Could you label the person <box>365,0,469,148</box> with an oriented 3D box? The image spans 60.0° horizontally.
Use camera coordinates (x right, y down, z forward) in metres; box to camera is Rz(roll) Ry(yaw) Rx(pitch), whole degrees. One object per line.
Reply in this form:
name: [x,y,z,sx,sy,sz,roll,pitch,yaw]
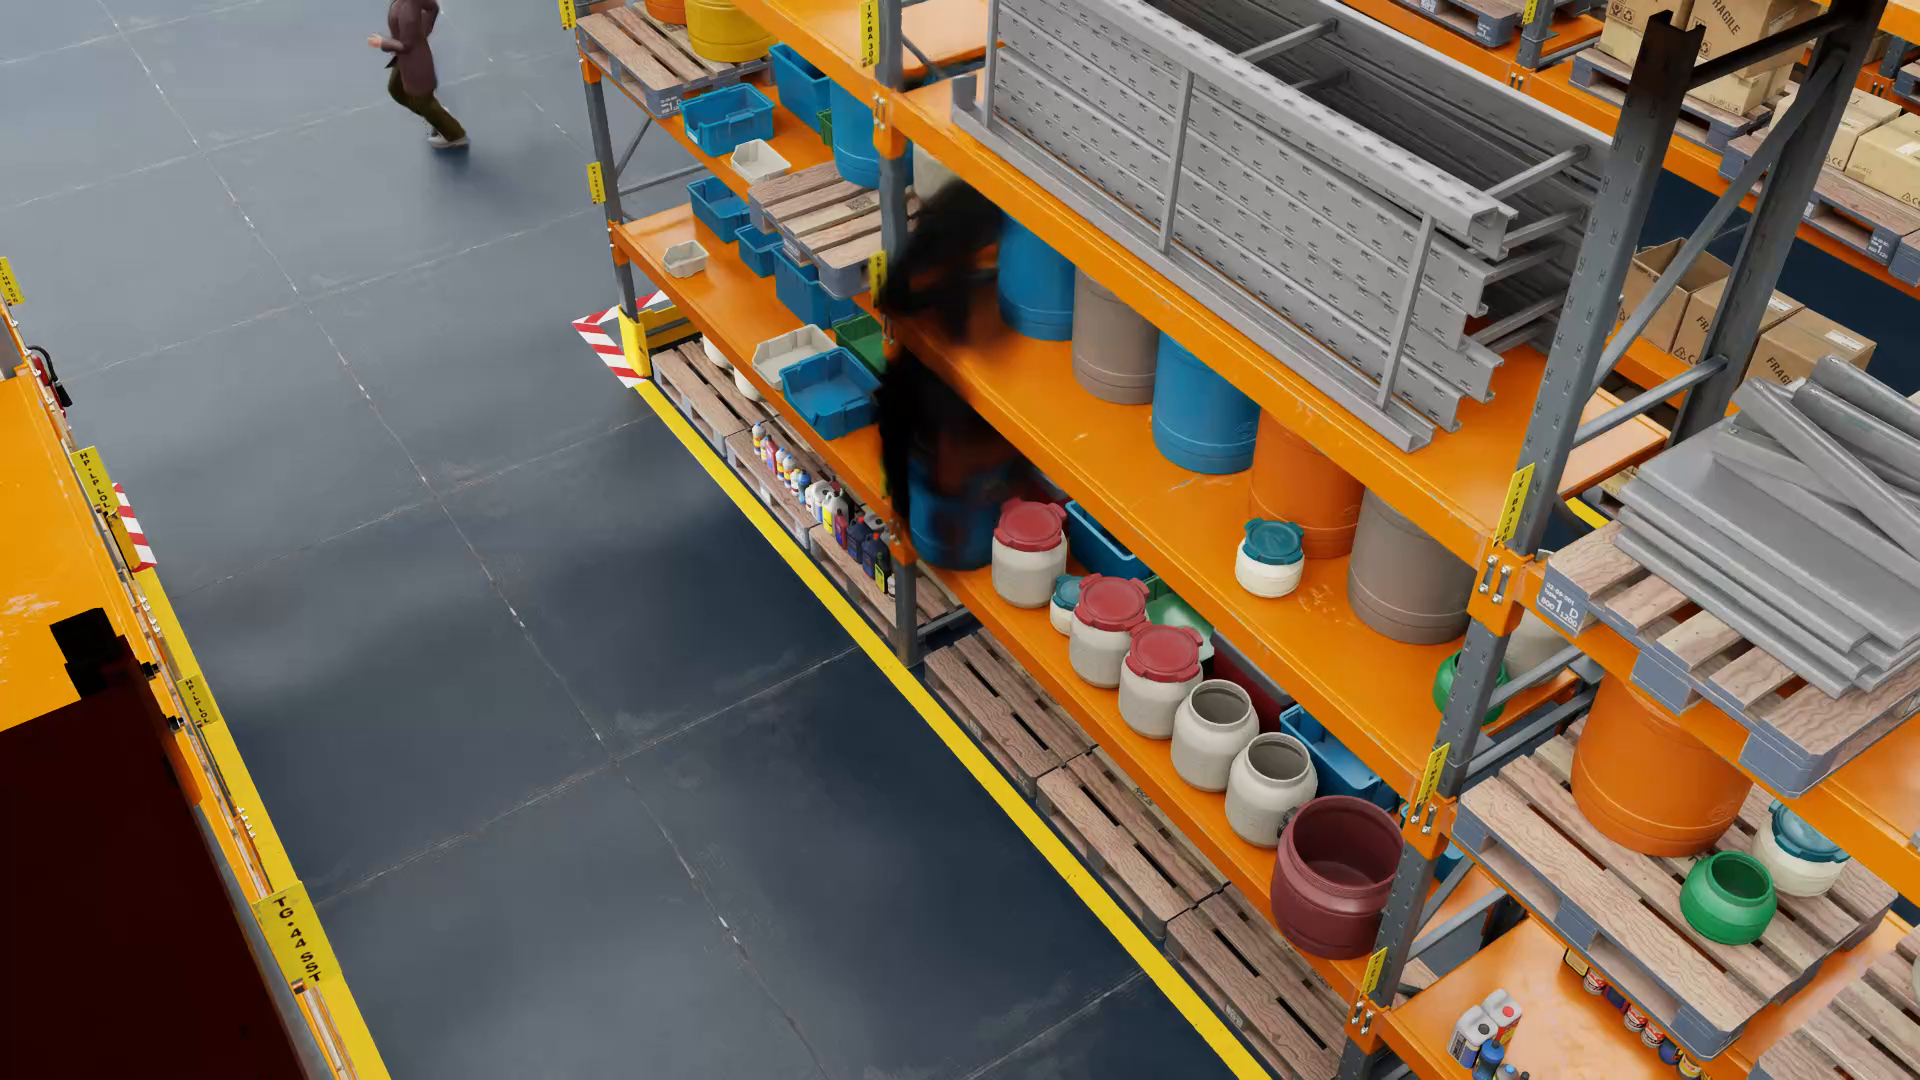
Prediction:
person: [-5.020,-4.381,15.210,0.702,1.743,0.682,-10,44,-11]
